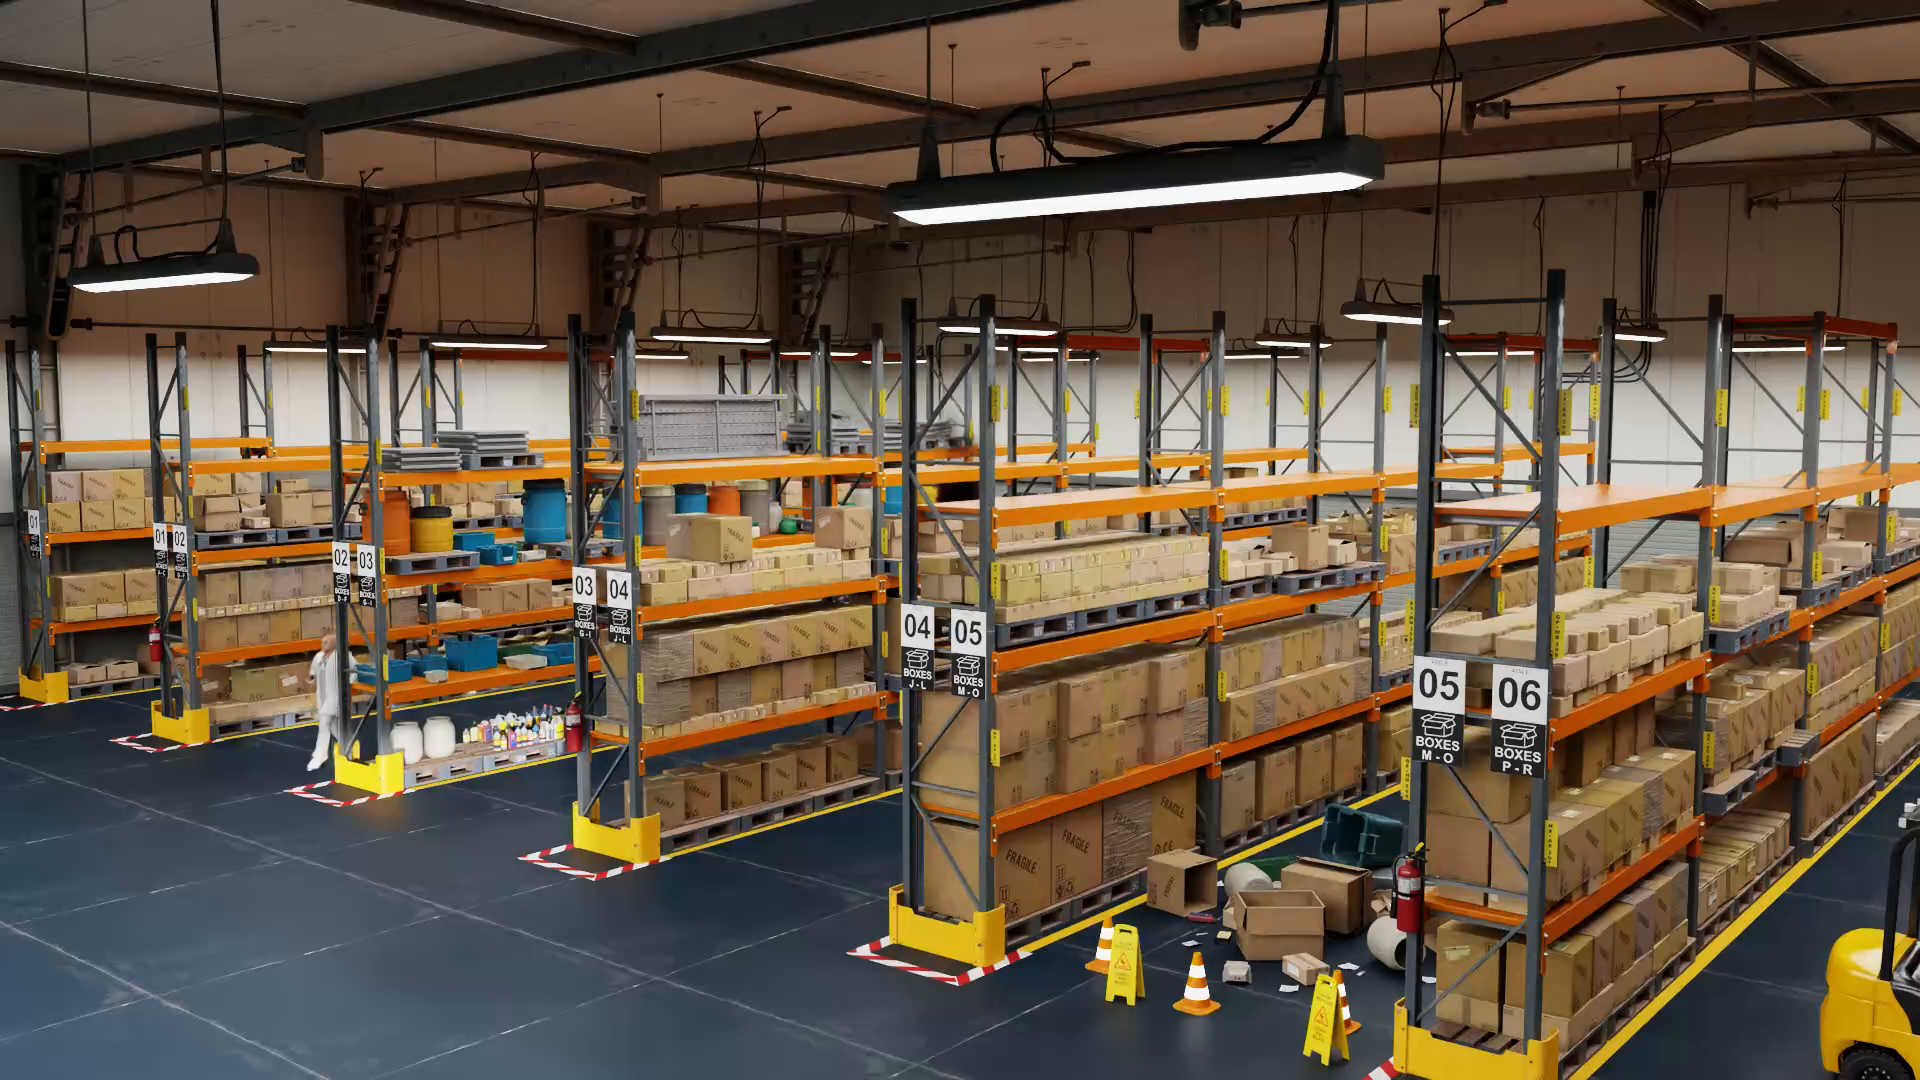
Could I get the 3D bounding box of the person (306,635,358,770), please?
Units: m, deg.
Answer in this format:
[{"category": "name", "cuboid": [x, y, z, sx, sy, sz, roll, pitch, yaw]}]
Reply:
[{"category": "person", "cuboid": [-8.674, 2.206, 23.023, 0.712, 1.823, 0.956, 2, 6, 25]}]
